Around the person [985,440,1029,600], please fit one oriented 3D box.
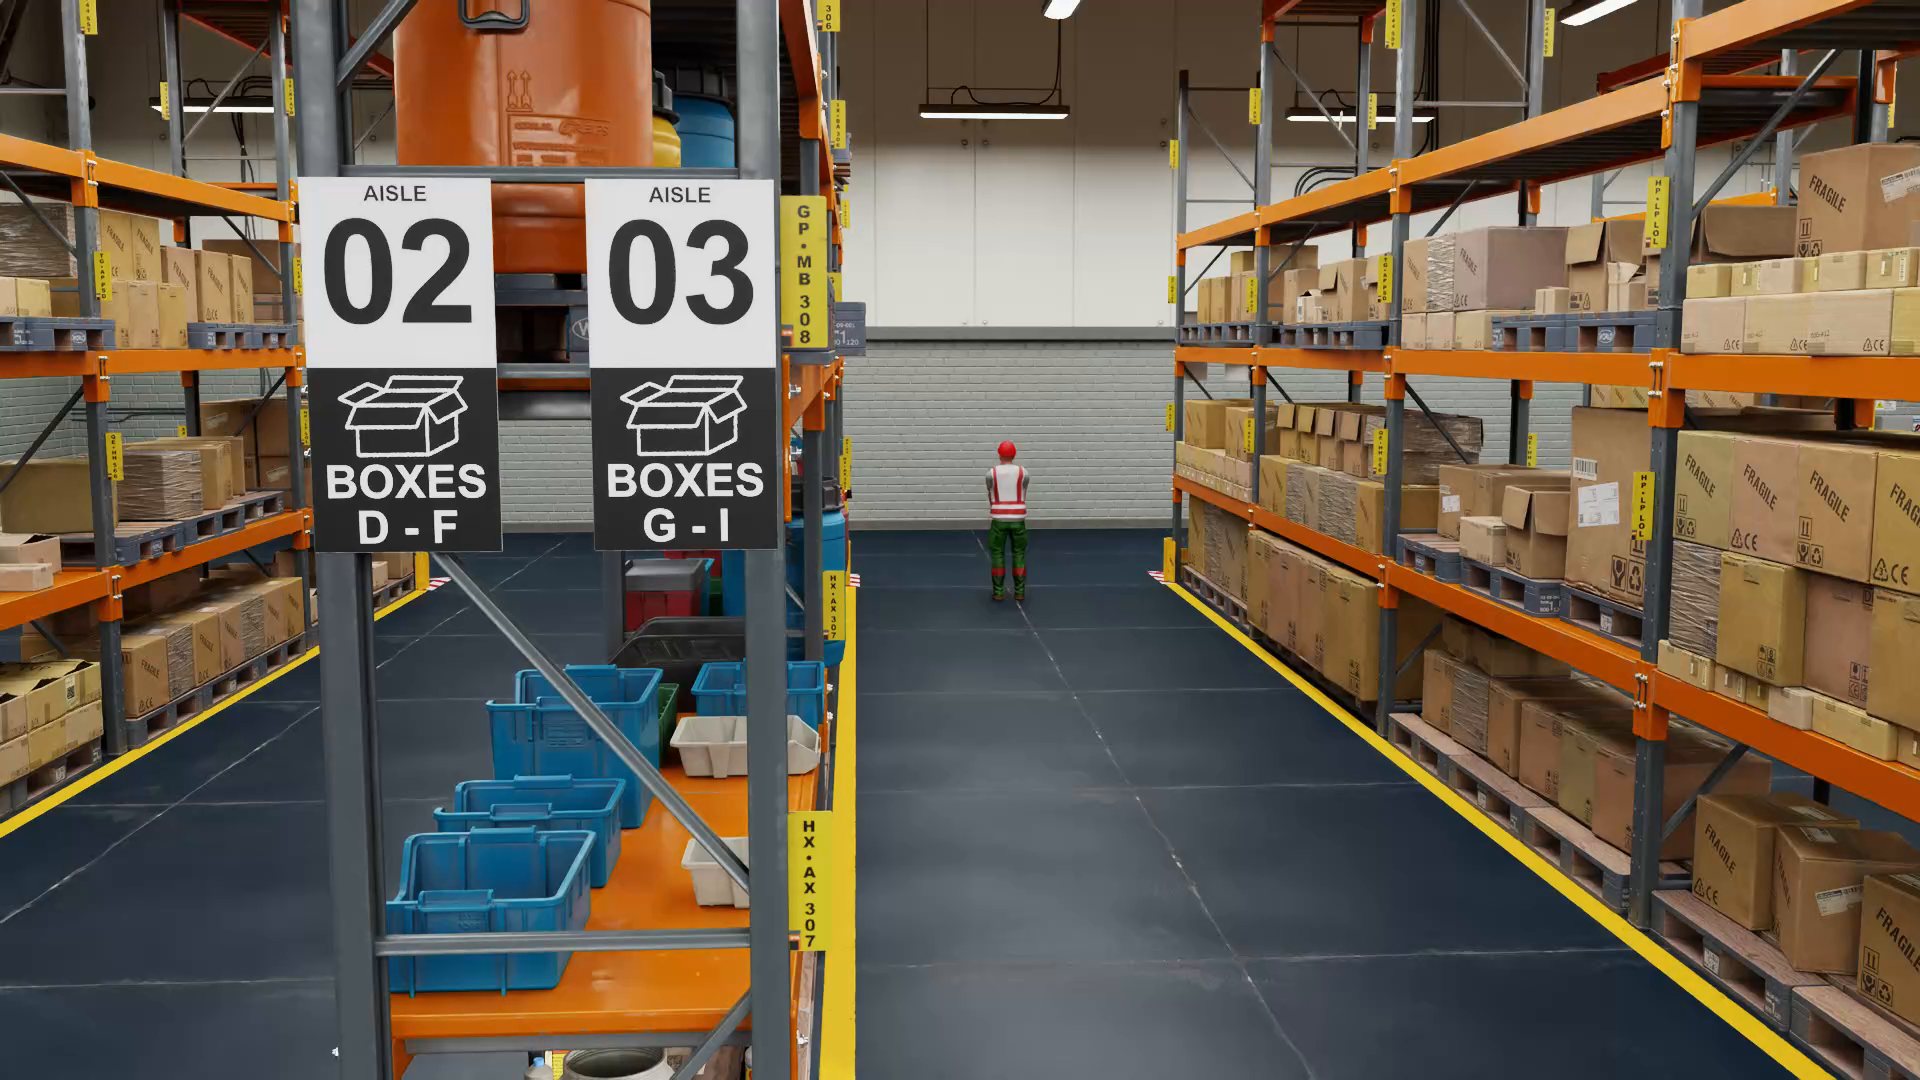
[{"bbox_3d":[0.520,-0.233,18.625,0.494,1.782,0.560,0,7,-3],"label":"person"}]
